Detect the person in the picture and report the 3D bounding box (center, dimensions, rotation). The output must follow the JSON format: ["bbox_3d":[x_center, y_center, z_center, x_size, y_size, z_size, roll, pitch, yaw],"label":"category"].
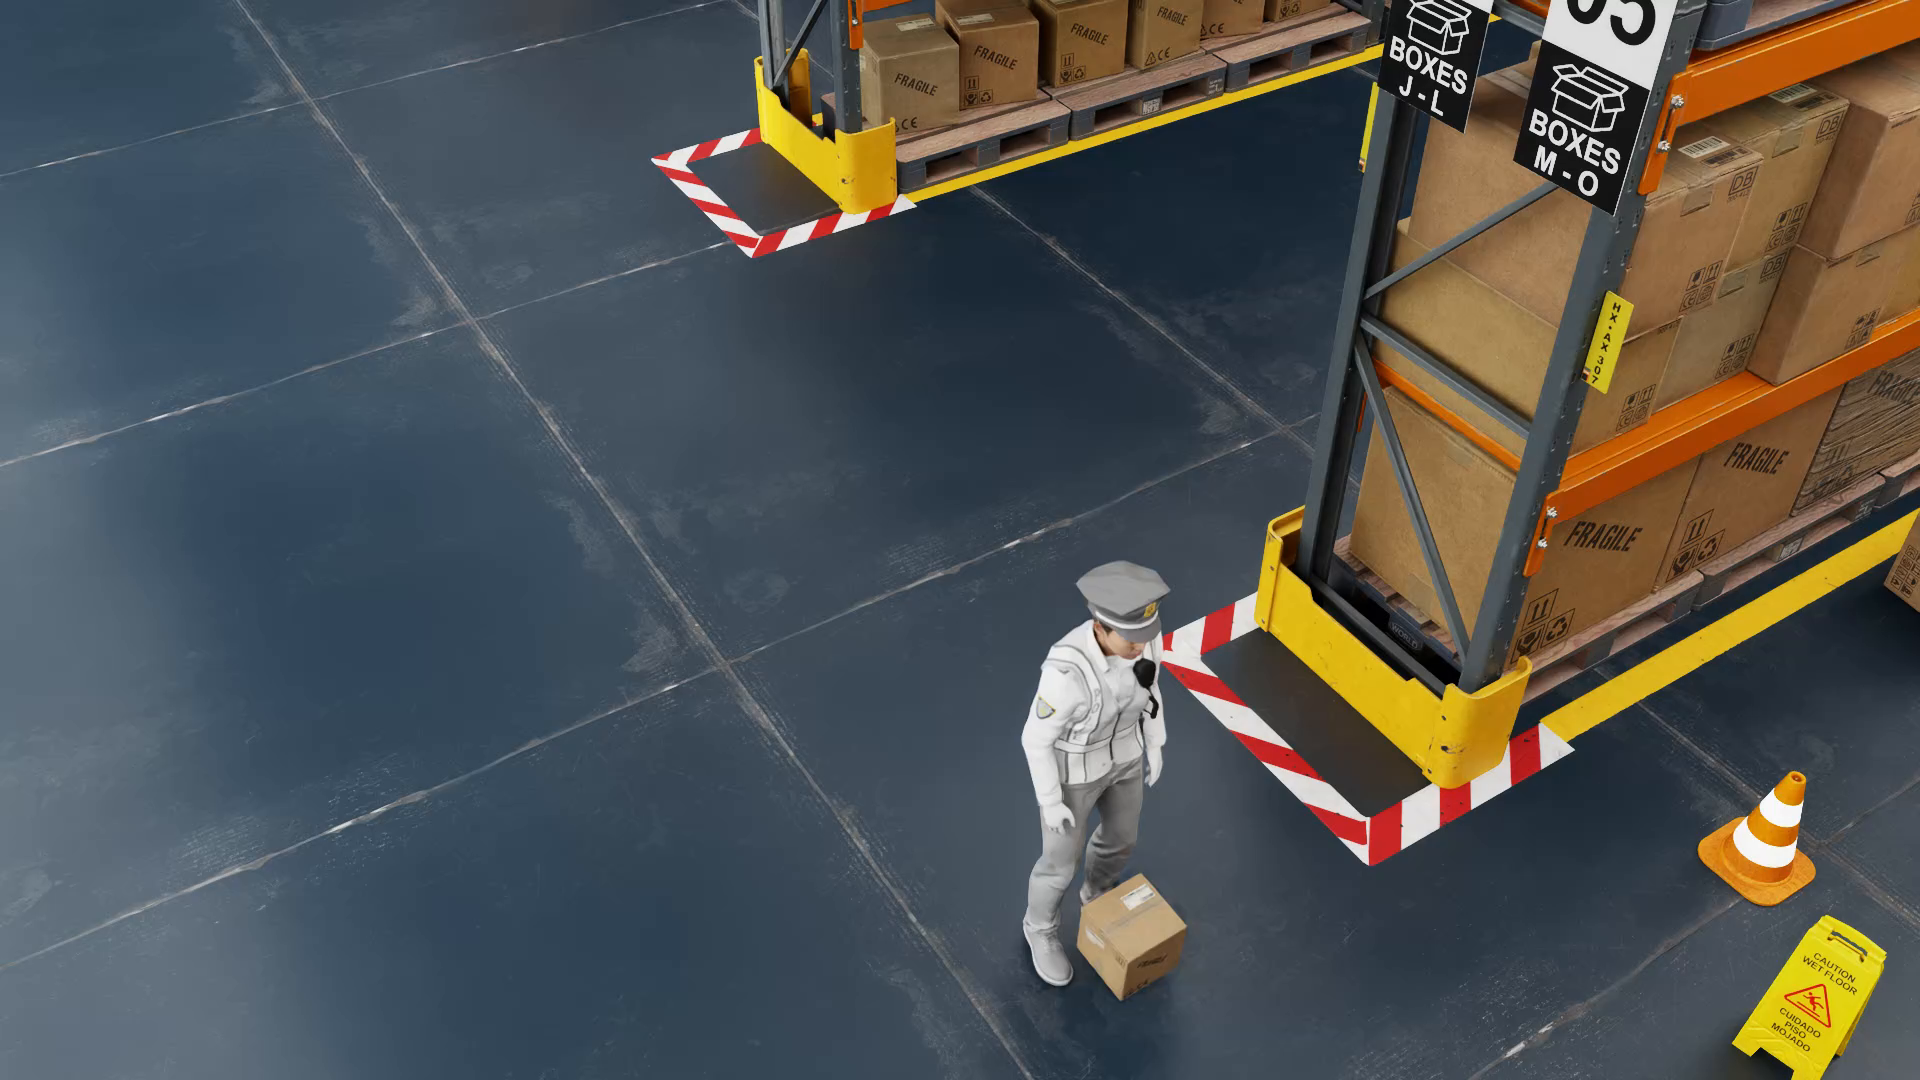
[{"bbox_3d":[0.431,0.725,5.321,0.513,1.665,0.360,-24,46,-25],"label":"person"}]
